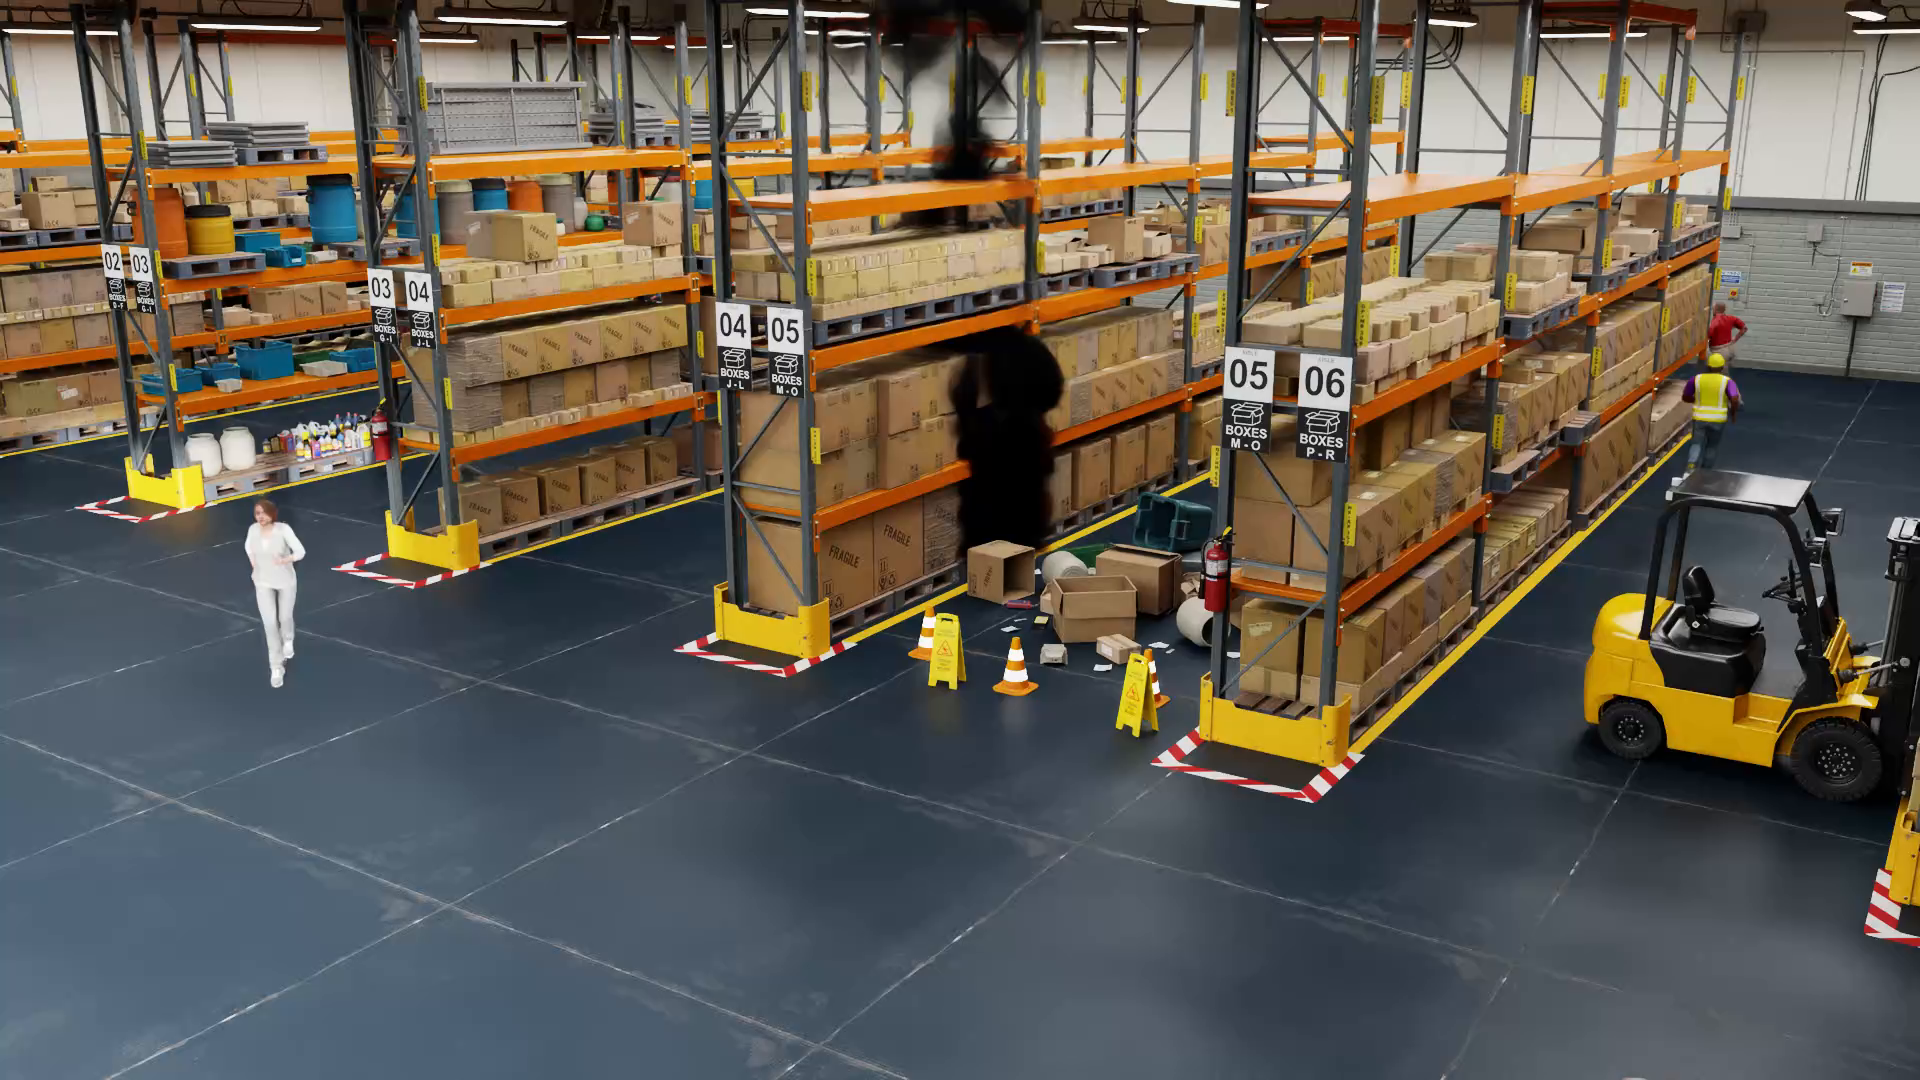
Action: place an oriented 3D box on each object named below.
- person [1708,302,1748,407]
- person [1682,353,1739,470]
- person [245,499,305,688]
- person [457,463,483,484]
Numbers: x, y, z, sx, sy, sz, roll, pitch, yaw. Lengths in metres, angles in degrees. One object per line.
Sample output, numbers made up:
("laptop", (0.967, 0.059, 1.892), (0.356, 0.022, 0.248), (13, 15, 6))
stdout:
("person", (12.252, -2.931, 26.686), (0.741, 1.769, 0.701), (-9, 18, -29))
("person", (9.683, -1.551, 21.528), (0.705, 1.742, 0.831), (10, 18, 32))
("person", (-6.049, 0.410, 14.759), (0.520, 1.624, 0.810), (-4, 16, -14))
("person", (-6.216, -1.281, 20.732), (0.623, 1.688, 0.785), (6, 17, 21))
